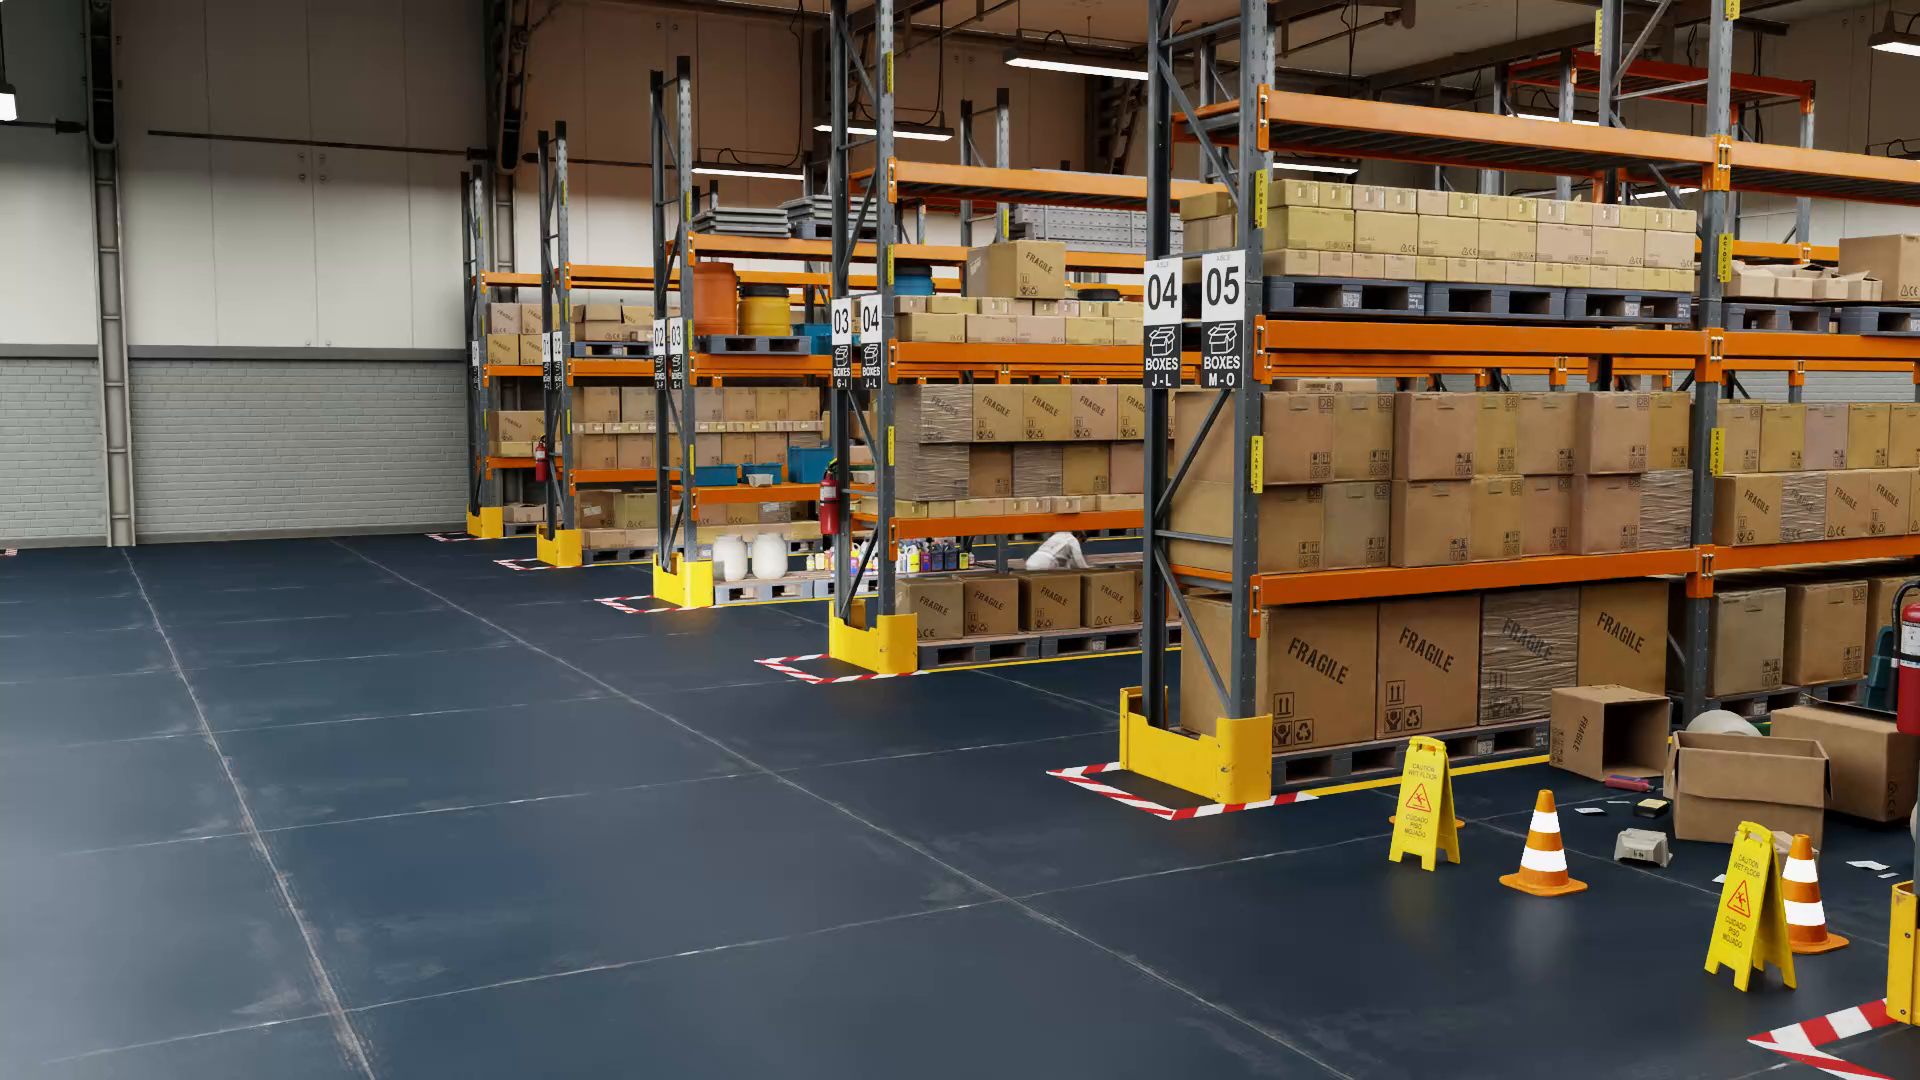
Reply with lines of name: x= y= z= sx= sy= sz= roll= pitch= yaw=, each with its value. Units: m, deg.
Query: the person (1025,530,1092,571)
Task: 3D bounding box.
person: x=1.100 y=0.283 z=18.257 sx=0.820 sy=0.975 sz=0.492 roll=-3 pitch=6 yaw=-29
